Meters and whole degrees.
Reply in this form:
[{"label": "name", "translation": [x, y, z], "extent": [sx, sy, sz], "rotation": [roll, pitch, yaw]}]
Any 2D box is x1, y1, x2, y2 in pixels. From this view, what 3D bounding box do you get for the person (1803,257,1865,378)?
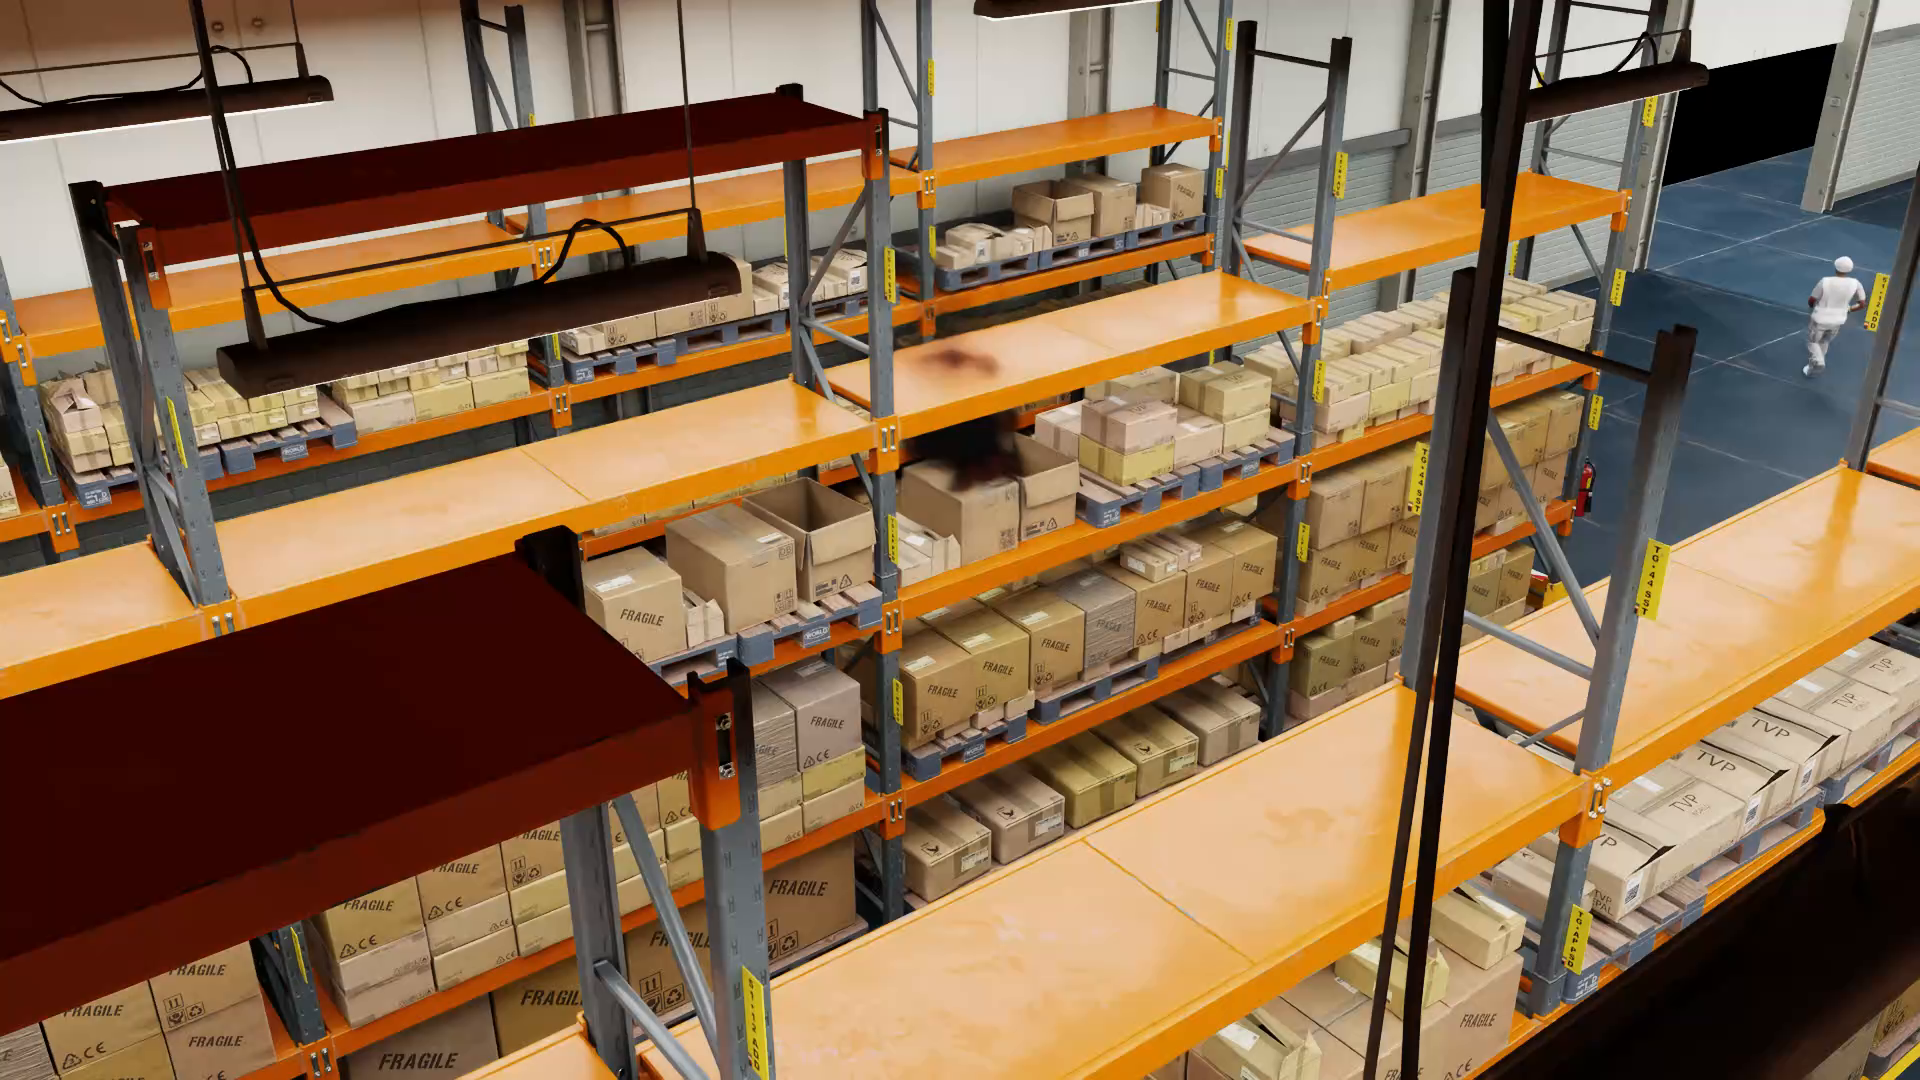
[{"label": "person", "translation": [11.559, -2.931, 22.106], "extent": [0.673, 1.739, 0.814], "rotation": [5, 26, 10]}]
